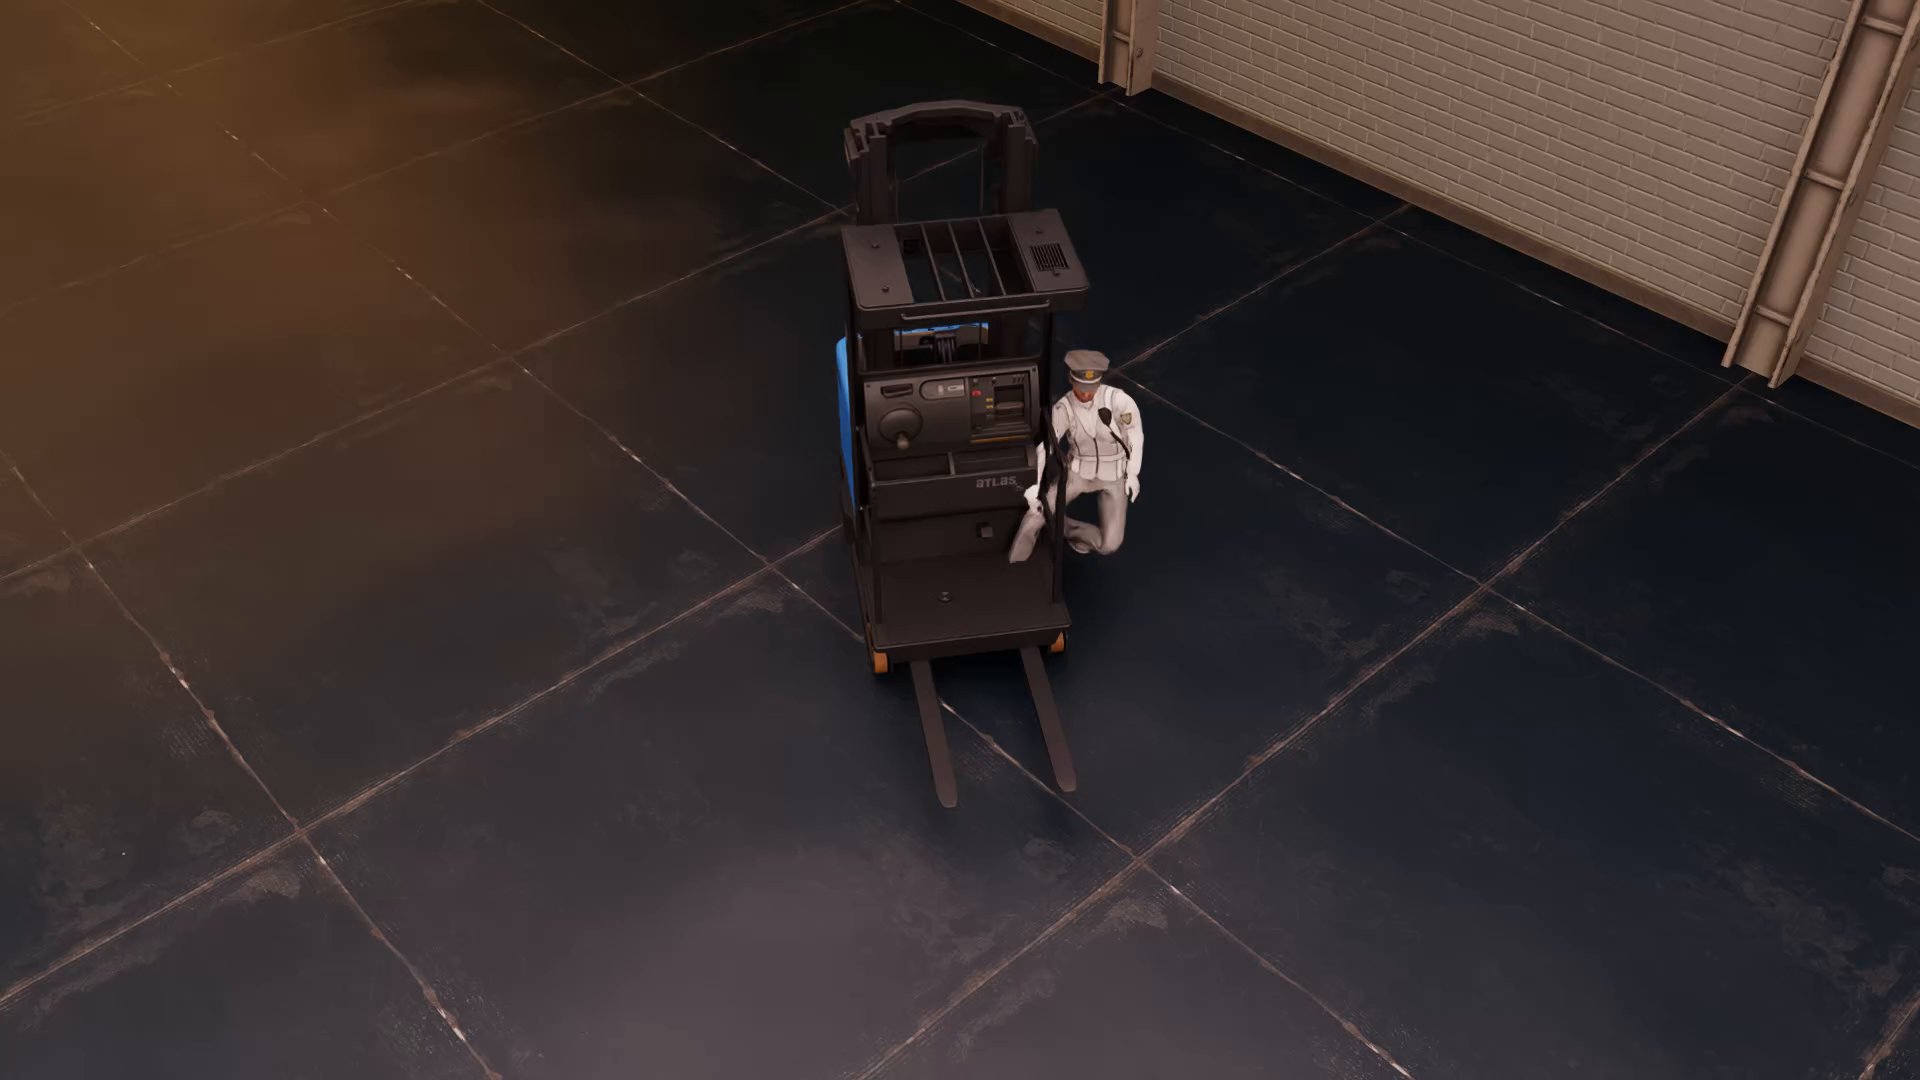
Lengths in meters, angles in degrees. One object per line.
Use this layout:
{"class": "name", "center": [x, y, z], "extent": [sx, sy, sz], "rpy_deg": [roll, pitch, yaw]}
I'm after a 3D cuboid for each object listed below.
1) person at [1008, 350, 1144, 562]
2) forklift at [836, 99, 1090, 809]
{"class": "person", "center": [0.608, -0.312, 9.219], "extent": [0.775, 1.420, 0.723], "rpy_deg": [5, 41, 6]}
{"class": "forklift", "center": [-0.002, -0.620, 8.627], "extent": [1.130, 2.935, 3.031], "rpy_deg": [-6, 41, -7]}
